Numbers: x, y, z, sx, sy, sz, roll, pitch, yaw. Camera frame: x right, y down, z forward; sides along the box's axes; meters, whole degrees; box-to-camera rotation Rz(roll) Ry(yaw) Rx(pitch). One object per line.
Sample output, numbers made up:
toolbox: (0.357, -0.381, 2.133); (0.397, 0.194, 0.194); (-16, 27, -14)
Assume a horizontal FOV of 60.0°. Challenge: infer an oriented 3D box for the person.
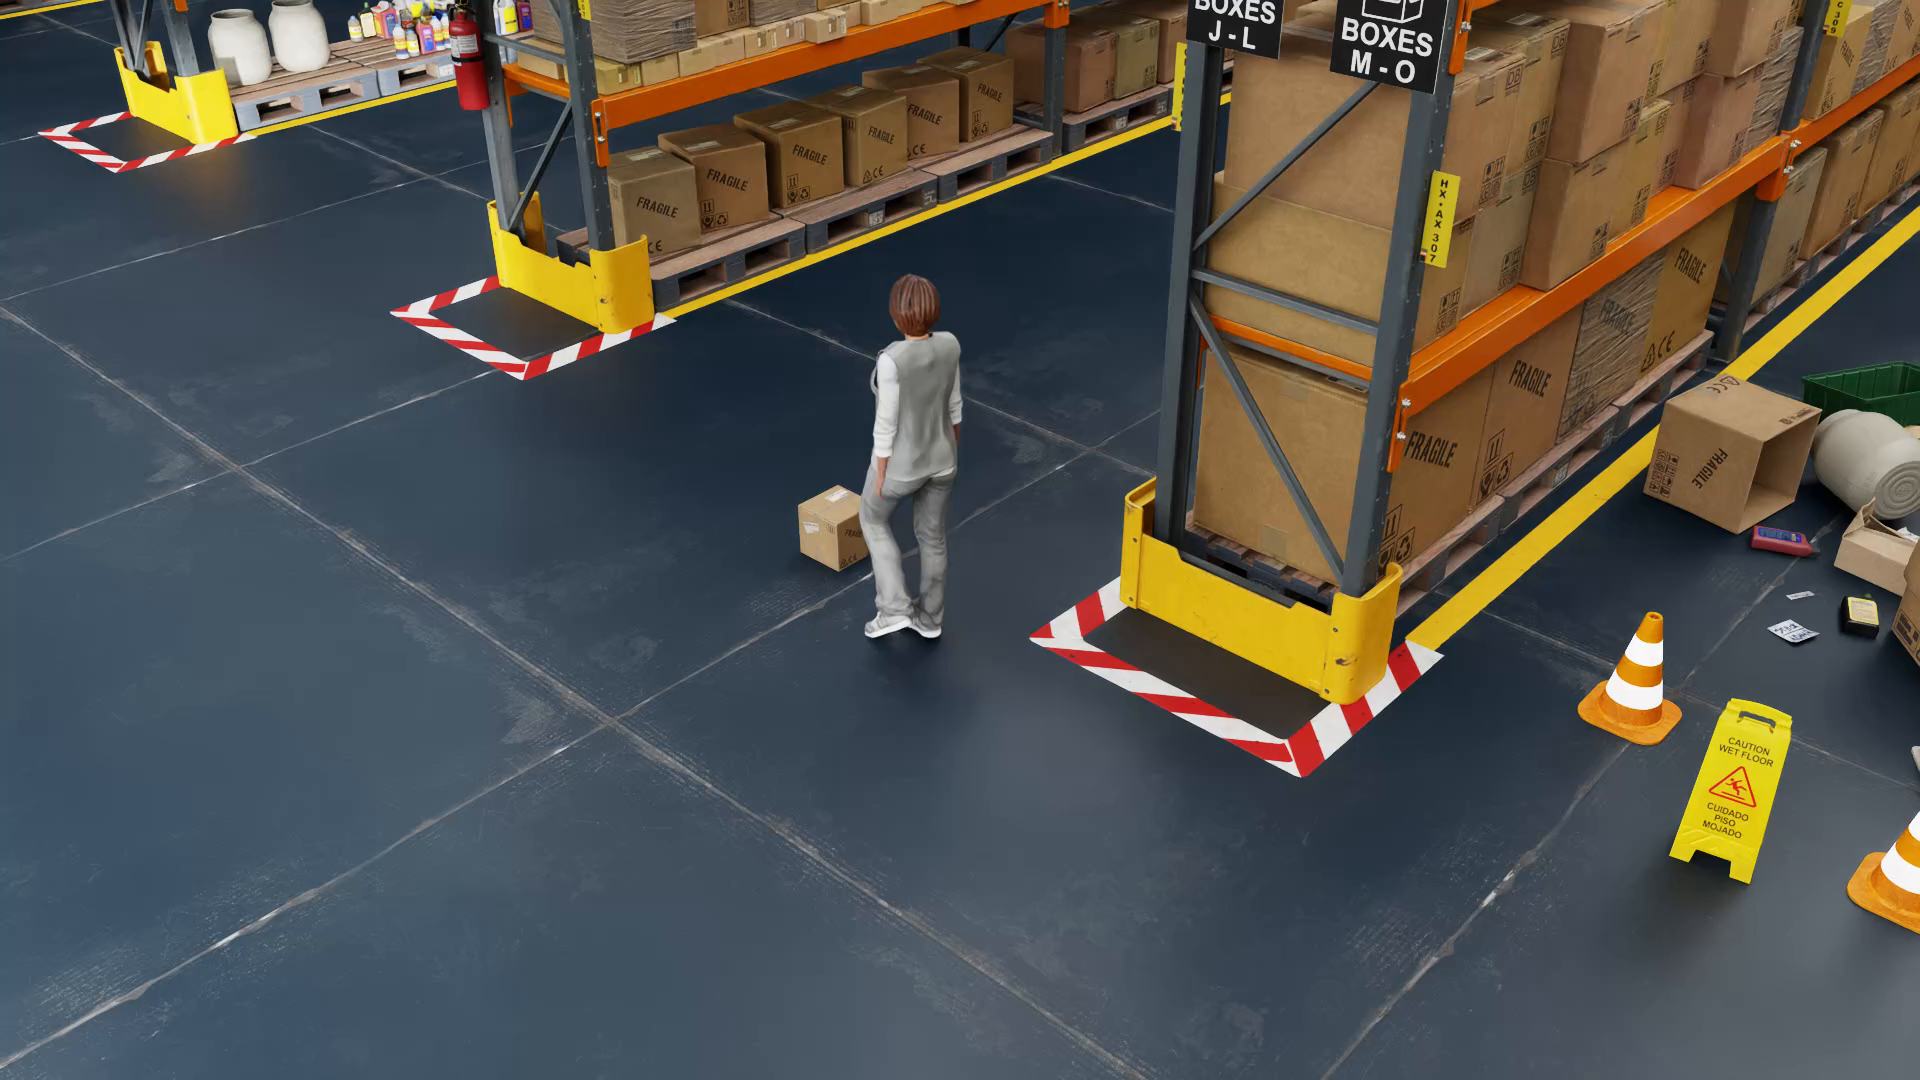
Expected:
person: (-0.188, -0.307, 6.637); (0.423, 1.611, 0.372); (-18, 36, -26)
